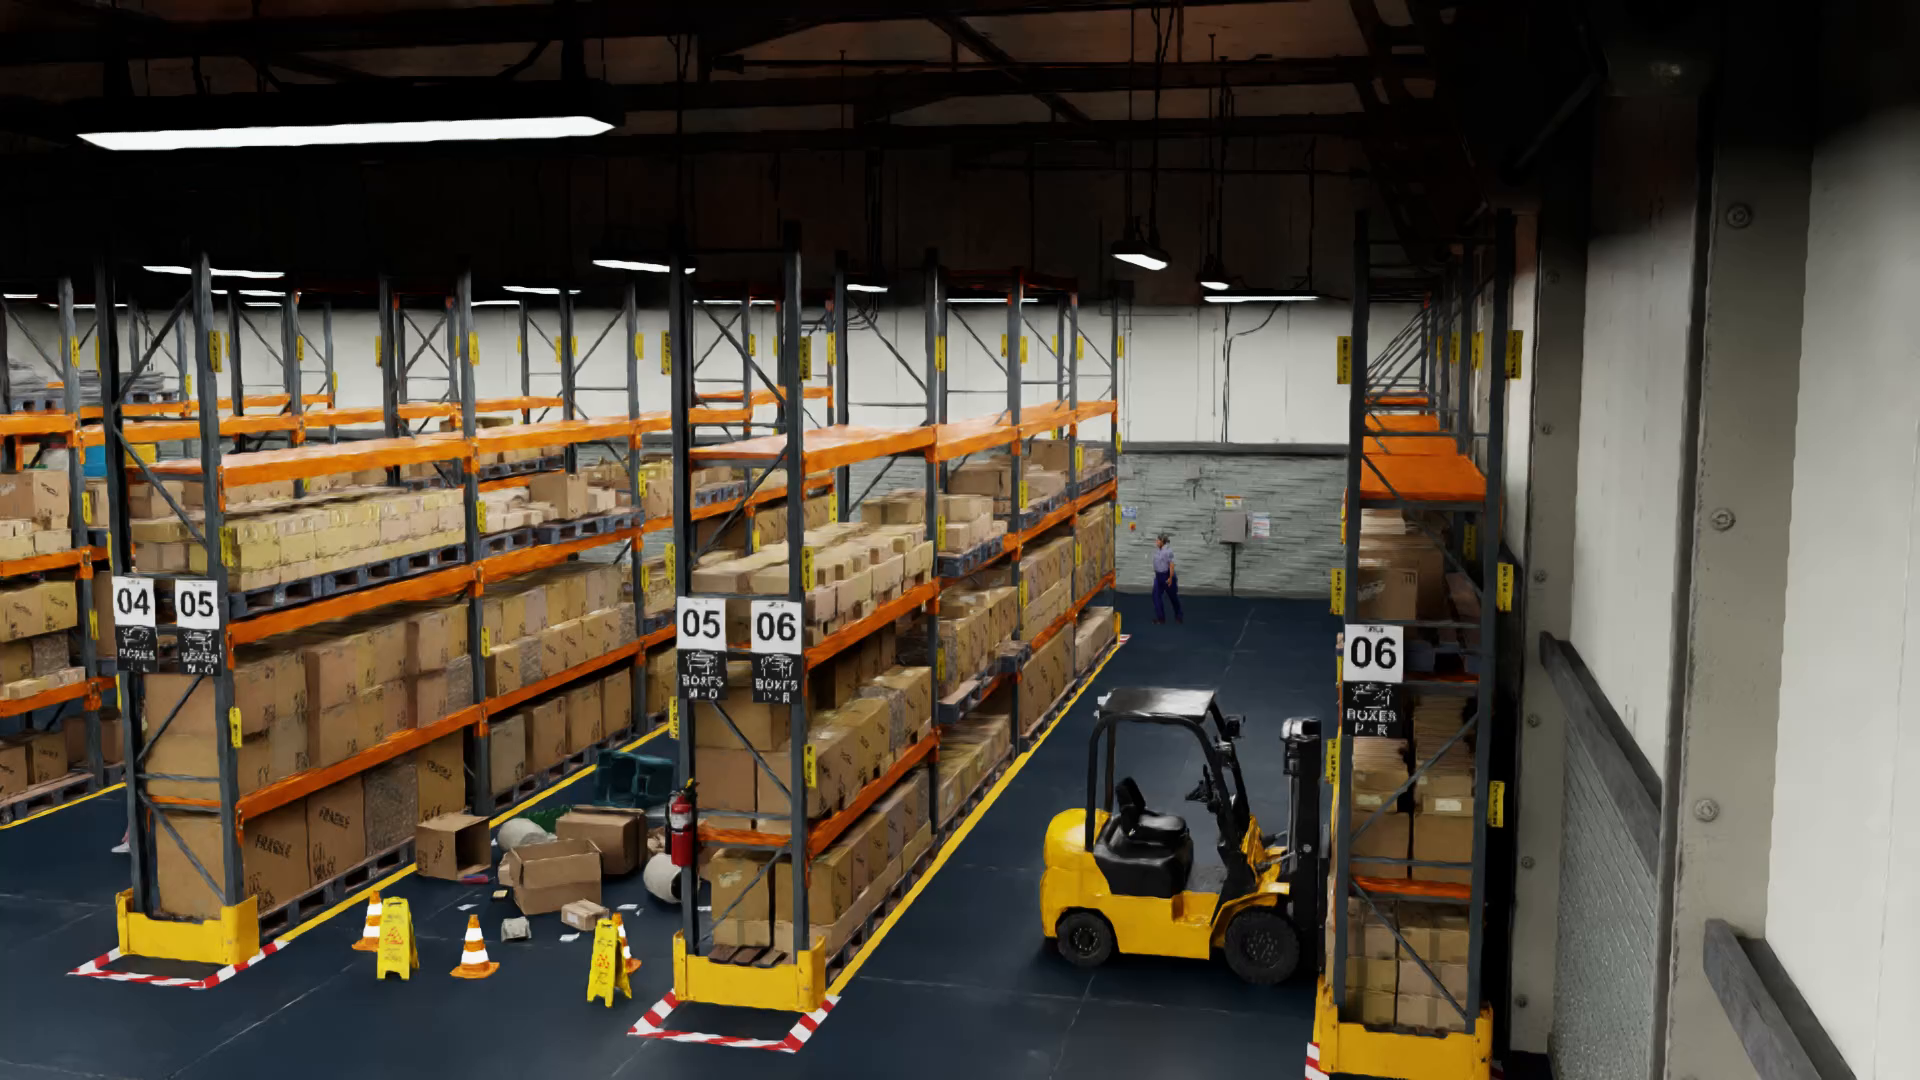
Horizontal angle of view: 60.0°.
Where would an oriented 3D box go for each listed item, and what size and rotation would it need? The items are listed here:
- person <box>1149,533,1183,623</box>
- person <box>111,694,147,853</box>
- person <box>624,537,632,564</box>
[{"bbox_3d":[3.758,0.740,30.156,0.577,1.531,0.530,-3,8,-26],"label":"person"},{"bbox_3d":[-8.111,2.307,16.864,0.447,1.589,1.095,1,7,12],"label":"person"},{"bbox_3d":[-6.634,0.125,34.024,0.459,1.779,0.703,-3,7,-21],"label":"person"}]
